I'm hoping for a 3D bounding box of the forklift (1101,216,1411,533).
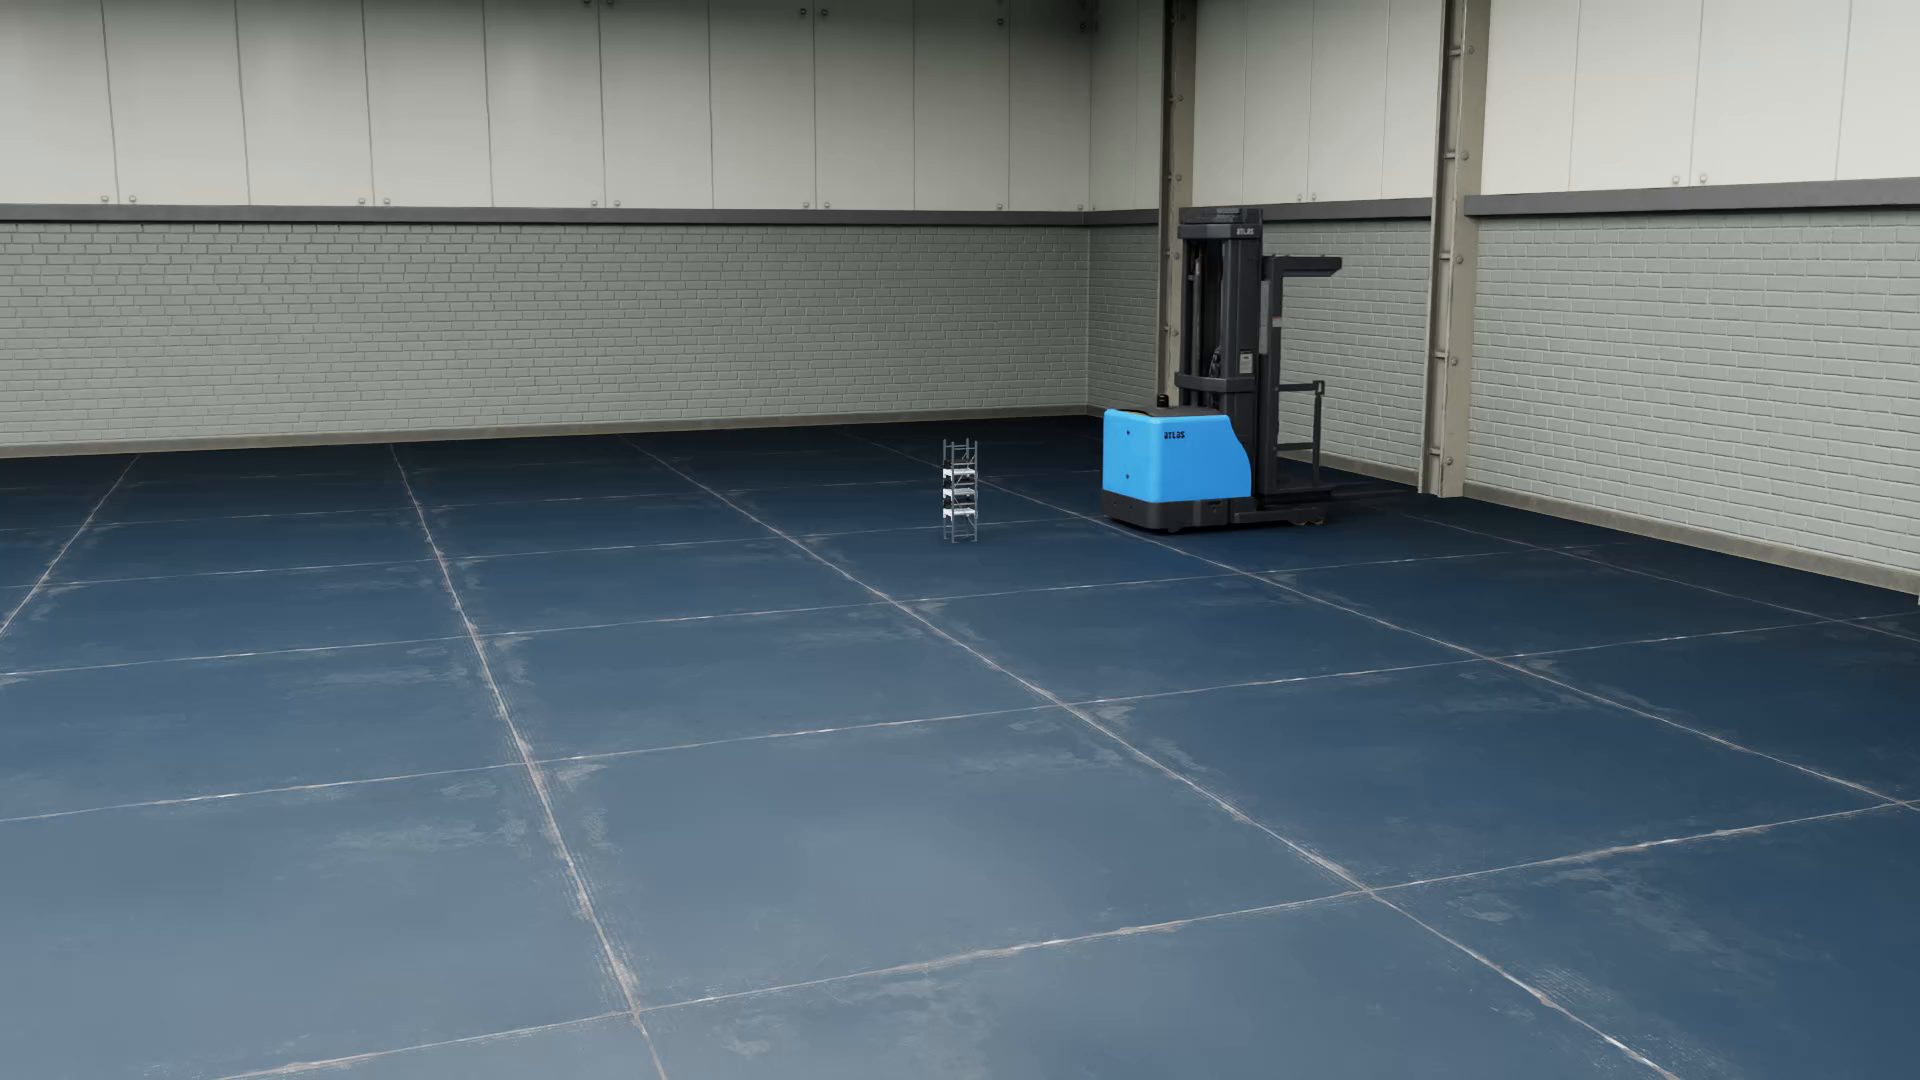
[{"bbox_3d":[2.915,-1.623,15.859,3.031,2.867,1.129,-4,11,-23],"label":"forklift"}]

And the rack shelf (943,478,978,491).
[{"bbox_3d":[0.003,-0.498,14.824,0.258,0.077,0.200,-4,11,-21],"label":"rack shelf"}]

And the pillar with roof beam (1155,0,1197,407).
[{"bbox_3d":[-1.081,-5.621,20.827,9.100,9.000,0.400,-4,11,-21],"label":"pillar with roof beam"}]

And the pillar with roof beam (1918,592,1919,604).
[{"bbox_3d":[3.267,-3.663,9.816,9.100,9.000,0.400,-4,11,-21],"label":"pillar with roof beam"}]

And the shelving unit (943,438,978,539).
[{"bbox_3d":[0.002,-0.442,14.836,0.258,0.900,0.205,-4,11,-21],"label":"shelving unit"}]

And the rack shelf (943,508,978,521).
[{"bbox_3d":[0.003,-0.232,14.871,0.258,0.077,0.200,-4,11,-21],"label":"rack shelf"}]

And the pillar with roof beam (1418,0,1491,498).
[{"bbox_3d":[1.093,-4.642,15.321,9.100,9.000,0.400,-4,11,-21],"label":"pillar with roof beam"}]

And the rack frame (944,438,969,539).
[{"bbox_3d":[-0.034,-0.458,14.927,0.240,0.900,0.006,-4,11,-21],"label":"rack frame"}]

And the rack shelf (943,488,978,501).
[{"bbox_3d":[0.003,-0.409,14.840,0.258,0.077,0.200,-4,11,-21],"label":"rack shelf"}]

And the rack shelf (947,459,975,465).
[{"bbox_3d":[0.003,-0.695,14.789,0.221,0.026,0.190,-4,11,-21],"label":"rack shelf"}]

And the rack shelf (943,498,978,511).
[{"bbox_3d":[0.003,-0.320,14.855,0.258,0.077,0.200,-4,11,-21],"label":"rack shelf"}]

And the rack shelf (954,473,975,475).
[{"bbox_3d":[0.003,-0.601,14.806,0.199,0.015,0.184,-4,11,-21],"label":"rack shelf"}]
